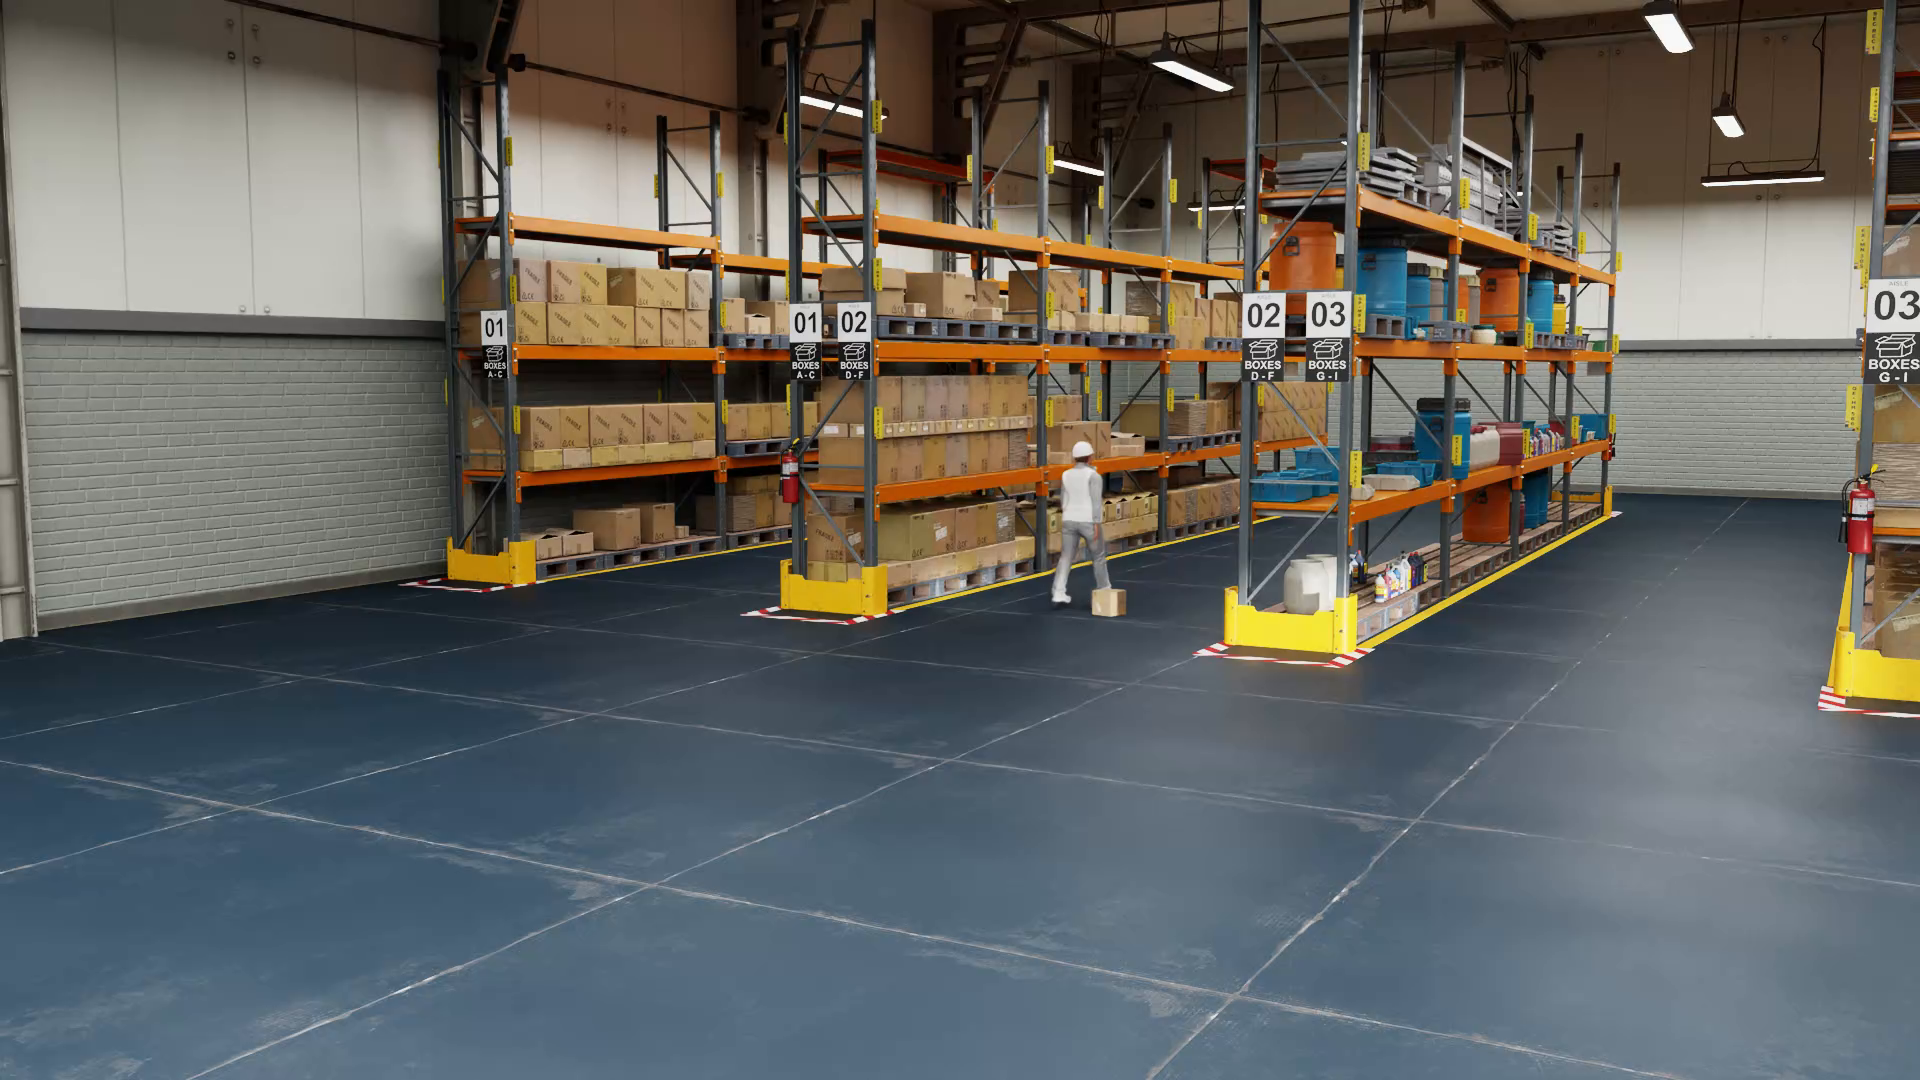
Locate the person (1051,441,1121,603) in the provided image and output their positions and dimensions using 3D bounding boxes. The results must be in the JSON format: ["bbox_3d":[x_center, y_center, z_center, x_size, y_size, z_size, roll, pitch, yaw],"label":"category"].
[{"bbox_3d":[1.312,-0.193,17.811,0.549,1.728,1.003,4,7,32],"label":"person"}]
